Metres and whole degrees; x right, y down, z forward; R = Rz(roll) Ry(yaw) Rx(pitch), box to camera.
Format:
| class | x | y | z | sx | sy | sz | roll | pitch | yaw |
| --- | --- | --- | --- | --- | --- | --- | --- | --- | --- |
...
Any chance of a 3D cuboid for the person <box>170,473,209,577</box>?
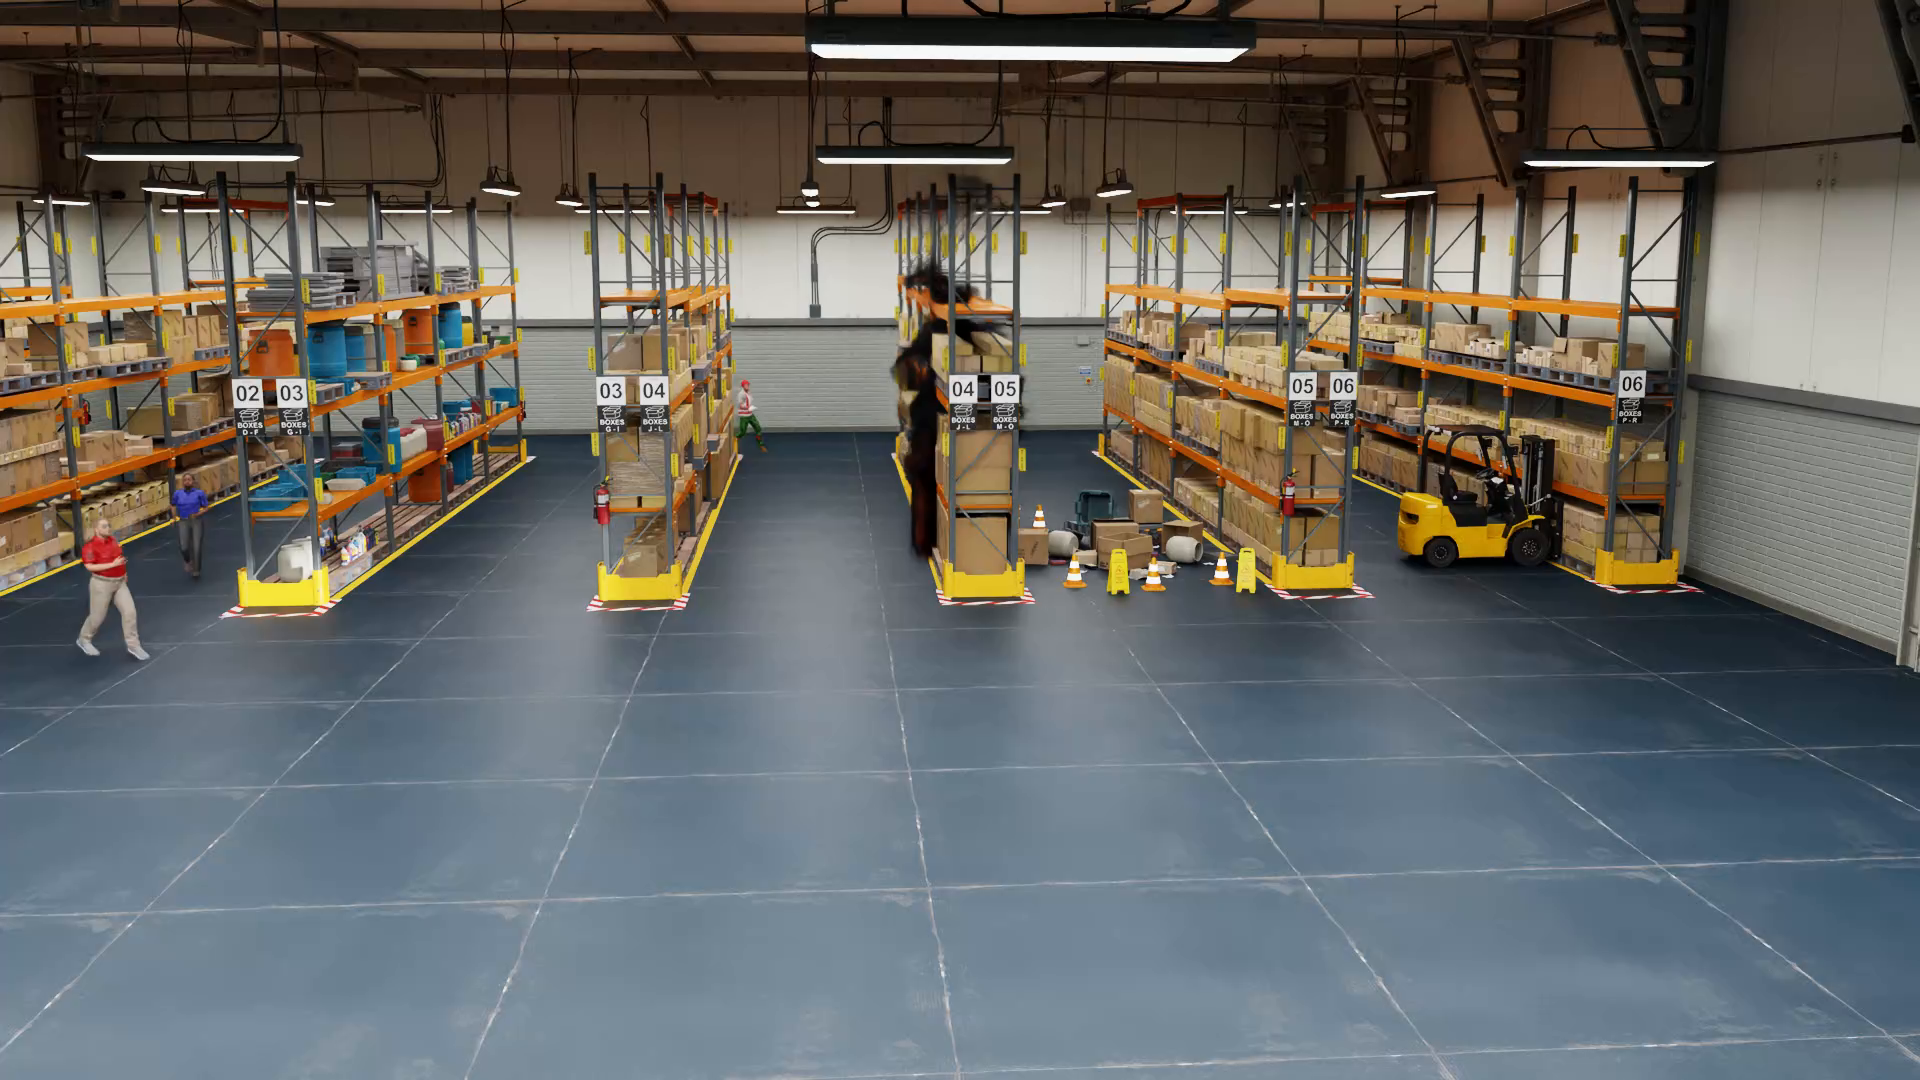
| class | x | y | z | sx | sy | sz | roll | pitch | yaw |
| --- | --- | --- | --- | --- | --- | --- | --- | --- | --- |
| person | -11.675 | -0.211 | 25.211 | 0.560 | 1.608 | 0.559 | -3 | 11 | -19 |

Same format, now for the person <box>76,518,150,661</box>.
| class | x | y | z | sx | sy | sz | roll | pitch | yaw |
| --- | --- | --- | --- | --- | --- | --- | --- | --- | --- |
| person | -10.402 | 0.596 | 20.293 | 0.914 | 1.760 | 0.649 | 3 | 11 | 19 |

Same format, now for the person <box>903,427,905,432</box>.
| class | x | y | z | sx | sy | sz | roll | pitch | yaw |
| --- | --- | --- | --- | --- | --- | --- | --- | --- | --- |
| person | -1.199 | -3.088 | 41.122 | 0.903 | 1.745 | 0.750 | 3 | 10 | 16 |

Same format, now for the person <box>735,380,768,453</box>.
| class | x | y | z | sx | sy | sz | roll | pitch | yaw |
| --- | --- | --- | --- | --- | --- | --- | --- | --- | --- |
| person | -5.203 | -3.007 | 40.595 | 0.909 | 1.809 | 0.664 | 3 | 11 | 18 |
